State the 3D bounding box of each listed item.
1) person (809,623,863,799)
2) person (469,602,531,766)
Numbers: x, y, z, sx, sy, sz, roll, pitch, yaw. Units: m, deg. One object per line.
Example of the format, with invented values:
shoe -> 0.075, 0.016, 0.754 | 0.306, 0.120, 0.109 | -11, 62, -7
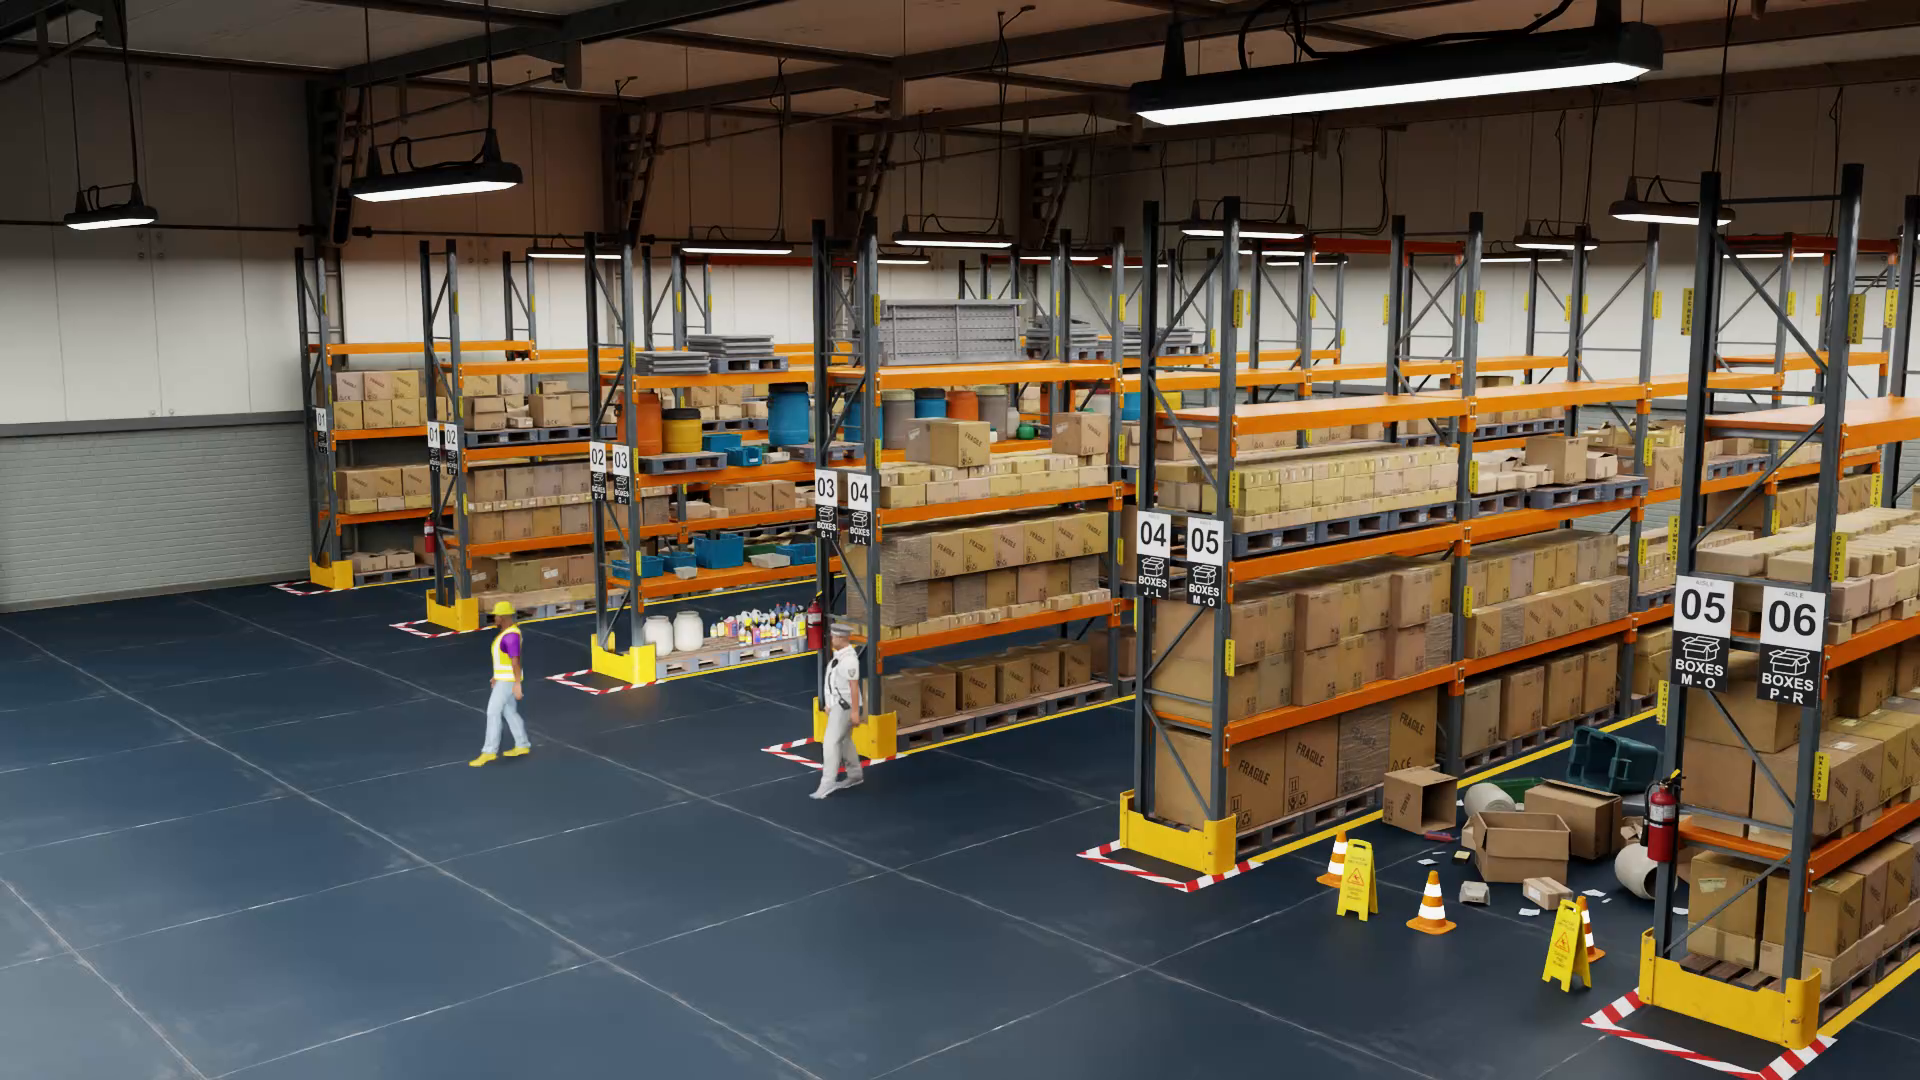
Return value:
person -> -1.315, 1.778, 17.450 | 0.609, 1.773, 0.638 | -1, 8, -9
person -> -5.177, 1.574, 18.625 | 0.667, 1.762, 0.656 | -2, 9, -14
